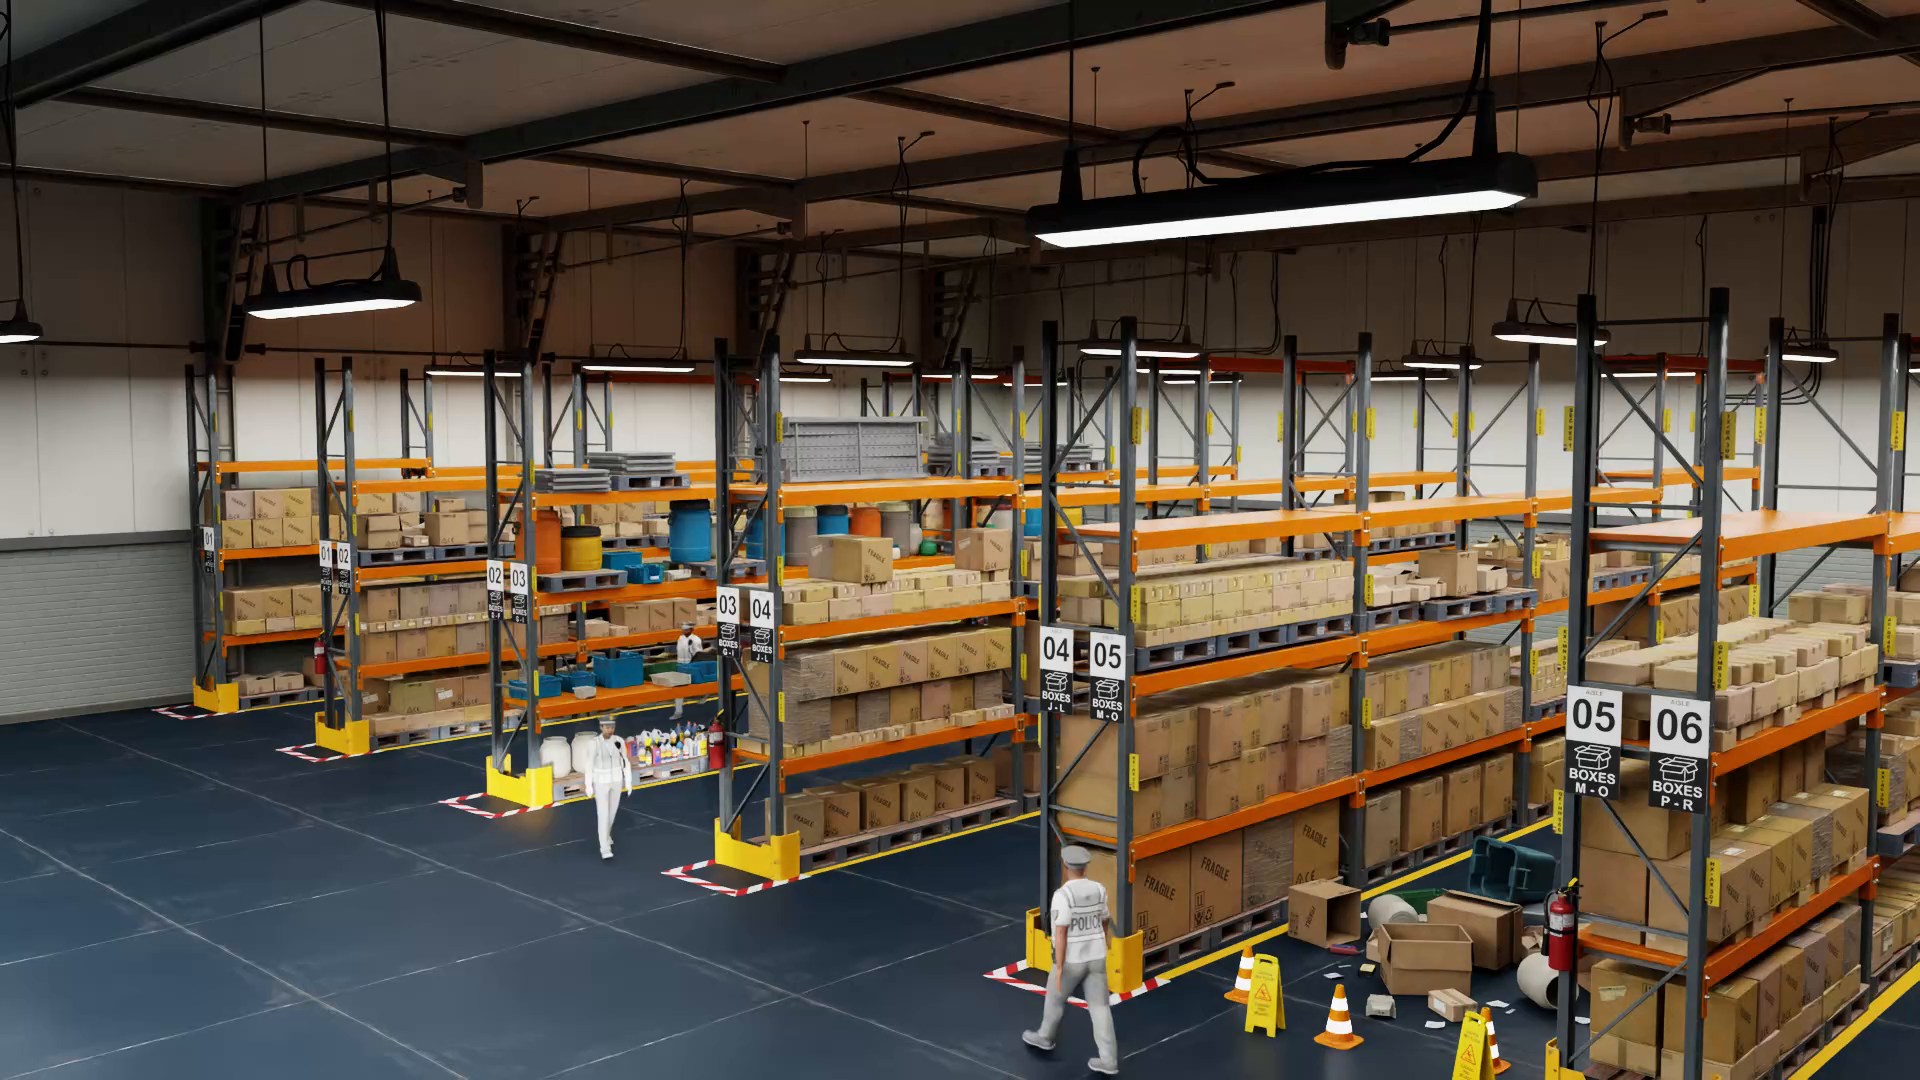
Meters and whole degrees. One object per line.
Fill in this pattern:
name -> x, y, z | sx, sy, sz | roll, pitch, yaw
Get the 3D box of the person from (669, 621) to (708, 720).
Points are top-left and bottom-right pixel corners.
person -> -4.579, 2.181, 28.109 | 0.511, 1.658, 0.716 | 1, 5, 16

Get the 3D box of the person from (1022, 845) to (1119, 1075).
person -> 0.914, 3.276, 13.190 | 0.586, 1.697, 1.038 | -2, 5, -29

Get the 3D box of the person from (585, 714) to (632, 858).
person -> -4.120, 2.857, 19.509 | 0.505, 1.643, 0.883 | -3, 5, -36
